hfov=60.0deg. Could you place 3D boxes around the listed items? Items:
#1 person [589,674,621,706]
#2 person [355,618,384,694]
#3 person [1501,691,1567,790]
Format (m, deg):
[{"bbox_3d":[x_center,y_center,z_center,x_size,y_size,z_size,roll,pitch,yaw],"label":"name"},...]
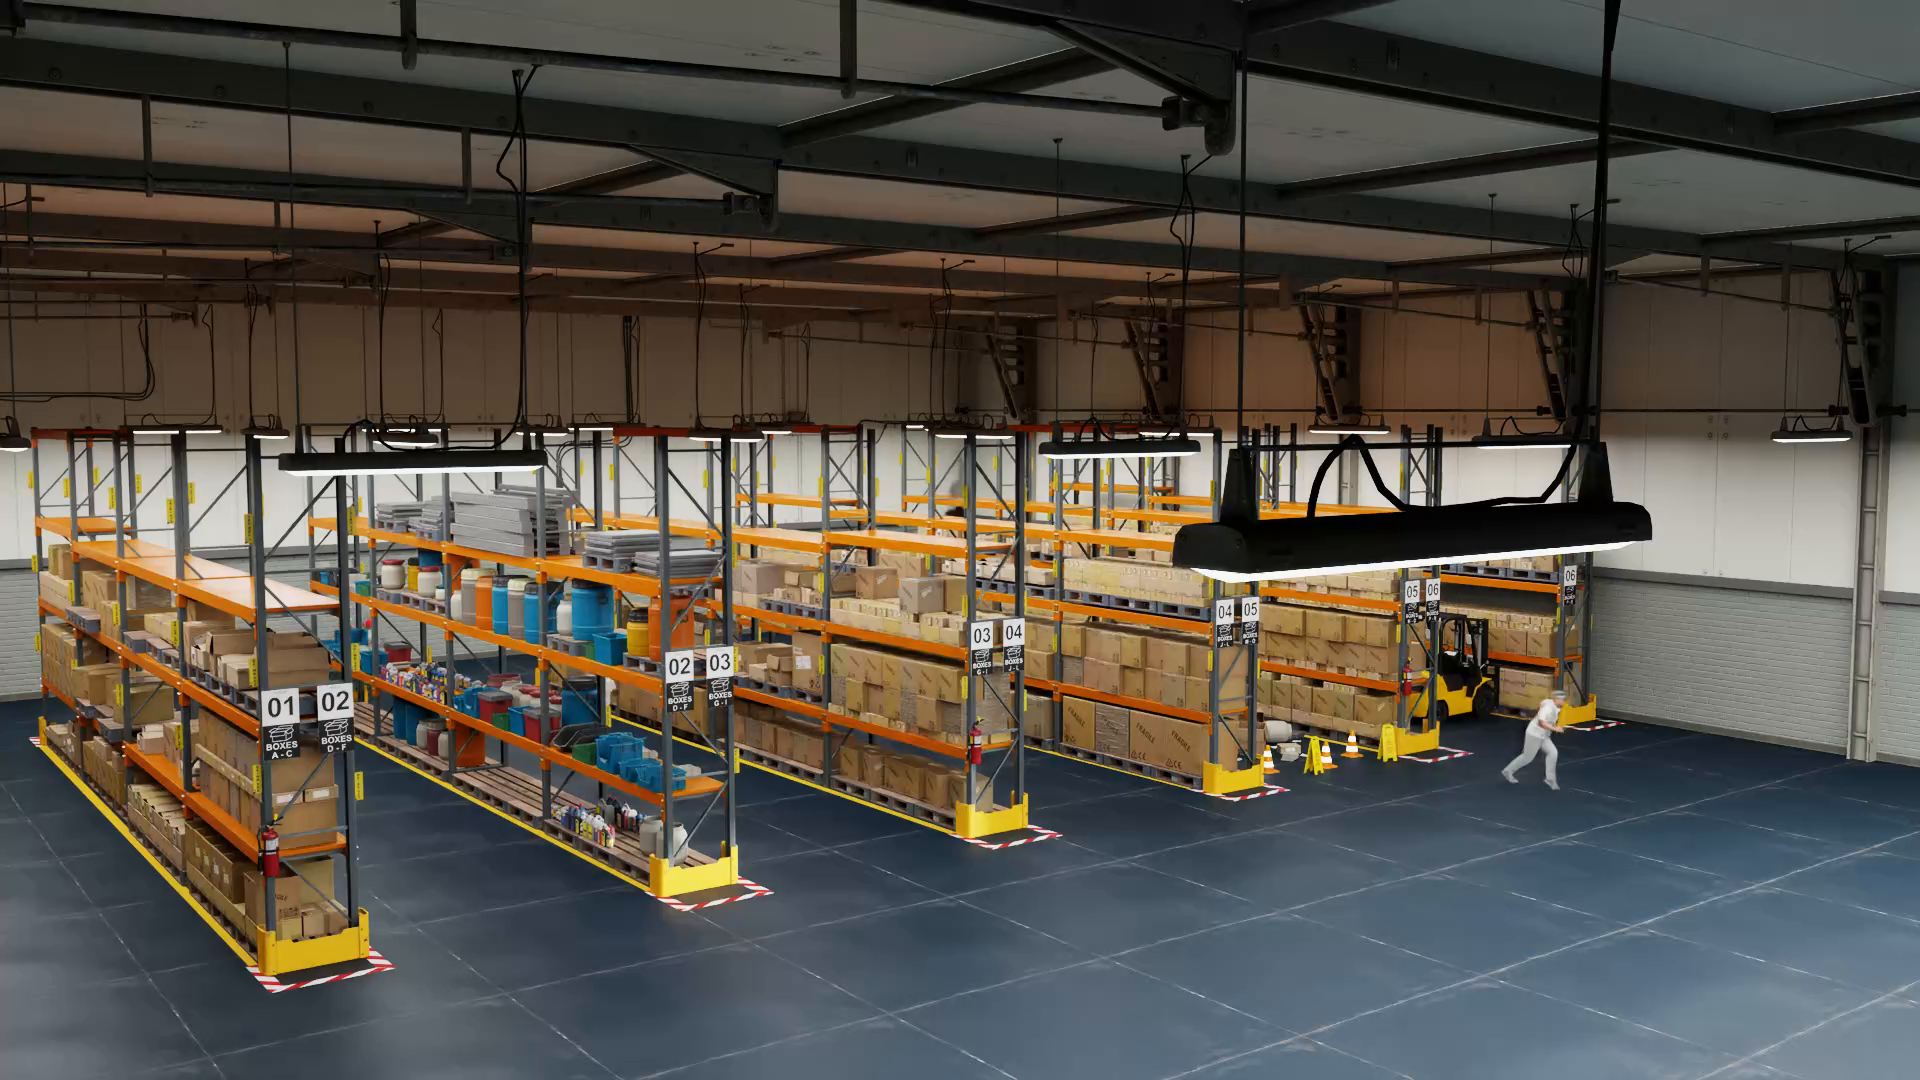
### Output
[{"bbox_3d":[-6.588,3.083,30.419,0.779,1.789,0.698,4,6,44],"label":"person"},{"bbox_3d":[-12.859,2.595,36.411,0.770,1.775,0.694,-4,6,-42],"label":"person"},{"bbox_3d":[9.624,3.345,27.876,1.018,1.722,0.706,2,5,27],"label":"person"}]
